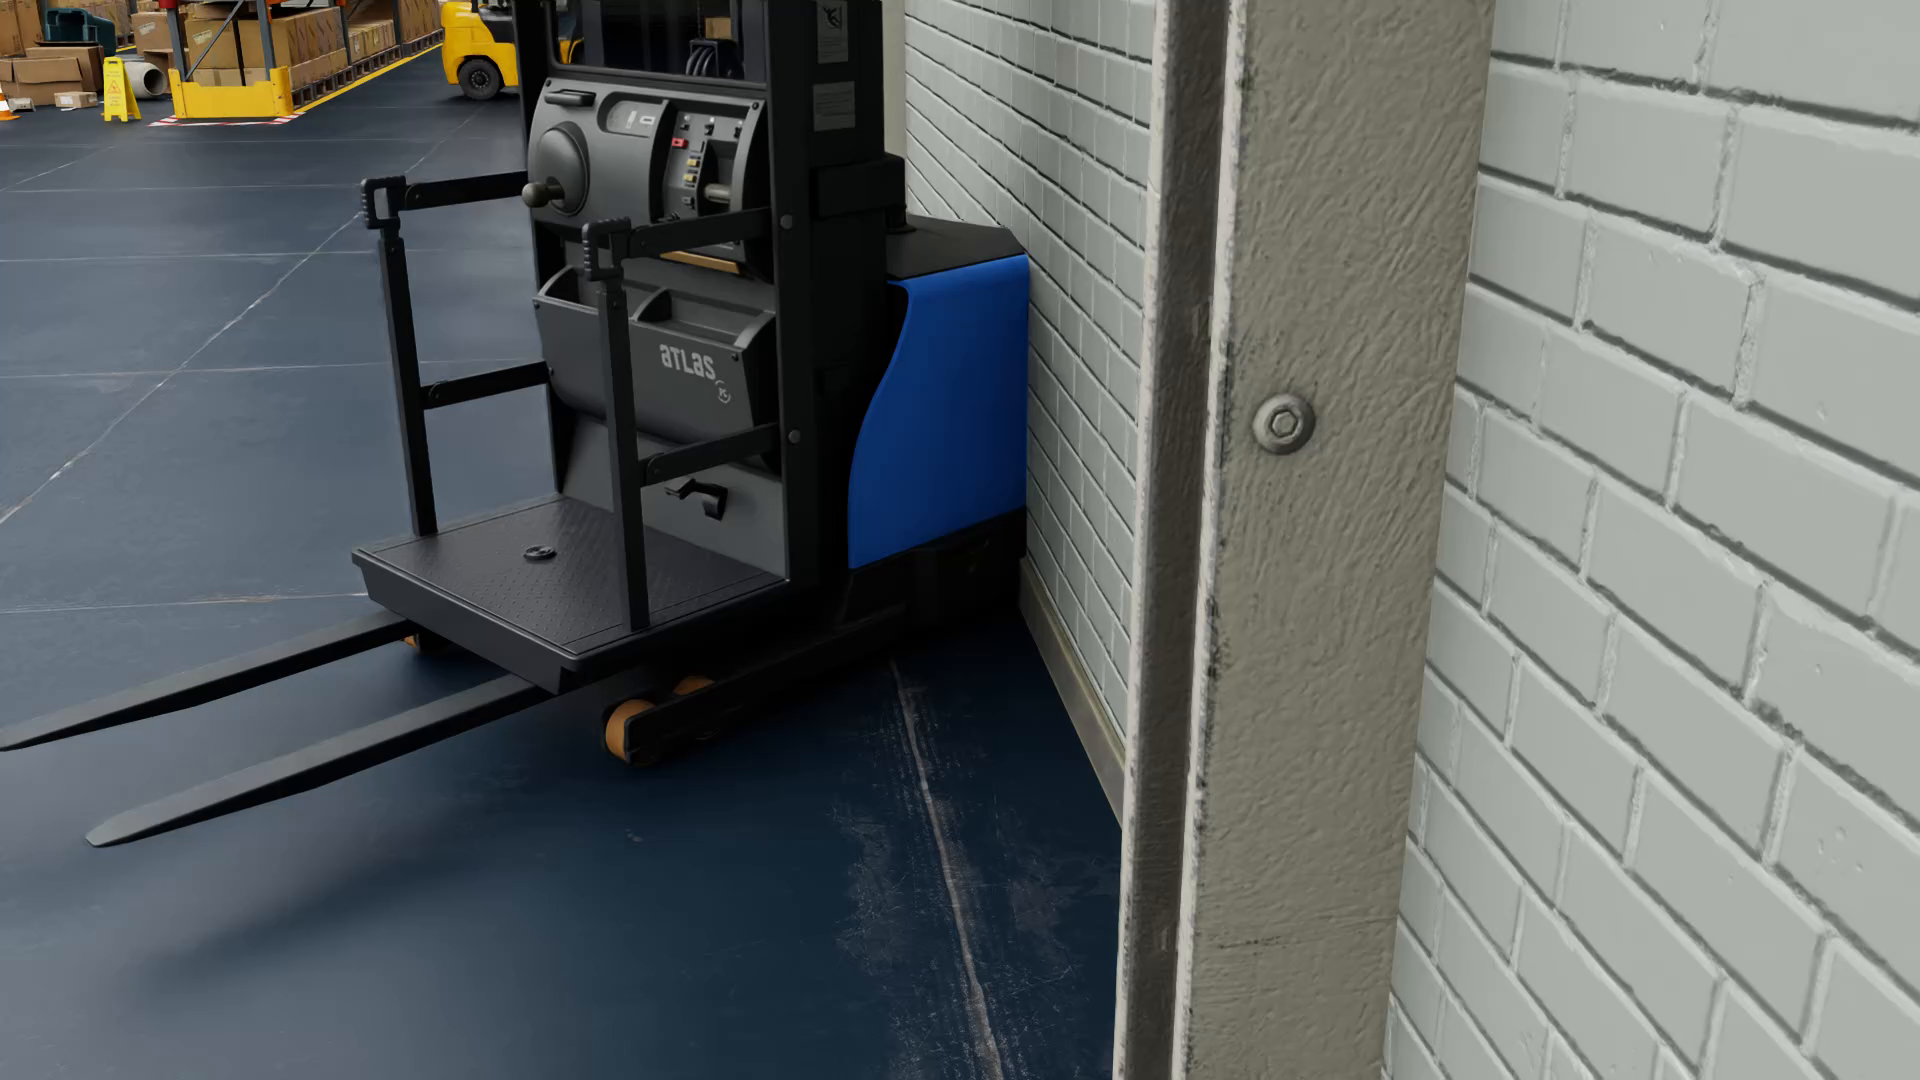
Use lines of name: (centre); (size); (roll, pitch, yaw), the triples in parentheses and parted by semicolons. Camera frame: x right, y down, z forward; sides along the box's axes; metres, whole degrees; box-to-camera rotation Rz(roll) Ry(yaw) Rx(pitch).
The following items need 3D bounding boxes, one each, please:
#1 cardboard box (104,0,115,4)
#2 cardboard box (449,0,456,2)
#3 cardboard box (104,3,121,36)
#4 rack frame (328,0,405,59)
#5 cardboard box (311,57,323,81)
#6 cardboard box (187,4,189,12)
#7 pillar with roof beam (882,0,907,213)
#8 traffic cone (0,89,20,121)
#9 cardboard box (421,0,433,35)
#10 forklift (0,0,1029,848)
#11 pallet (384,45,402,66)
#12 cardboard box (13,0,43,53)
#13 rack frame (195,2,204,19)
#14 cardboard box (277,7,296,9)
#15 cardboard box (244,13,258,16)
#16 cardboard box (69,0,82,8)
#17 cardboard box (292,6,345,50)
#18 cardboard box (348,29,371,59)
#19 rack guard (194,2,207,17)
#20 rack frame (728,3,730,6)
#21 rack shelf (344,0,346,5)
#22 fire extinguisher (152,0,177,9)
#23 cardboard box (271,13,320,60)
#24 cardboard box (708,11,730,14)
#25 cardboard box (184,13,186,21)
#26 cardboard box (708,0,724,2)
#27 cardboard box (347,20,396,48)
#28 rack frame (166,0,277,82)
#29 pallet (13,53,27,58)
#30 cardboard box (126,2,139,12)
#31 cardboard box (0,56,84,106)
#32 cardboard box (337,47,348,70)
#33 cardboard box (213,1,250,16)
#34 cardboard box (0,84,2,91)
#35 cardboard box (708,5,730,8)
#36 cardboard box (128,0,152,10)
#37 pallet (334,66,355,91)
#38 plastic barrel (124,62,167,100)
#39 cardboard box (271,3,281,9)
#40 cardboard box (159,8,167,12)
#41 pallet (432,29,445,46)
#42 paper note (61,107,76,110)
cardboard box: (-14.051, -8.811, 26.919); (0.500, 0.250, 0.500); (-2, 21, -5)
cardboard box: (-9.700, -9.671, 30.385); (0.875, 0.438, 0.875); (-4, 21, -9)
cardboard box: (-14.040, -8.462, 27.057); (0.500, 0.500, 0.500); (-3, 21, -9)
rack frame: (-9.009, -8.757, 24.875); (1.000, 3.000, 0.127); (-3, 21, -8)
cardboard box: (-7.856, -5.554, 19.630); (0.500, 0.250, 0.500); (-2, 21, -4)
cardboard box: (-14.703, -9.981, 31.202); (0.380, 0.149, 0.250); (-3, 21, -9)
pillar with roof beam: (-4.683, -4.964, 6.145); (9.100, 9.000, 0.400); (-3, 21, -8)
traffic cone: (-10.244, -4.709, 17.663); (0.336, 0.463, 0.334); (-3, 21, -8)
cardboard box: (-9.279, -8.820, 27.481); (0.875, 0.875, 0.875); (-2, 21, -6)
forklift: (-0.981, -1.004, 4.216); (1.130, 2.935, 3.031); (18, 27, 40)
pallet: (-8.898, -7.180, 24.639); (1.003, 0.211, 1.213); (-3, 21, -8)
cardboard box: (-13.894, -7.400, 23.857); (1.050, 0.750, 0.750); (-3, 21, -8)
rack frame: (-15.046, -11.242, 31.529); (1.000, 3.000, 0.127); (-3, 21, -8)
cardboard box: (-8.615, -6.414, 20.860); (0.500, 0.500, 0.500); (-2, 21, -5)
cardboard box: (-8.374, -5.867, 19.395); (0.500, 0.500, 0.500); (-3, 21, -9)
cardboard box: (-13.826, -8.276, 25.488); (0.500, 0.250, 0.500); (-3, 21, -8)
cardboard box: (-8.082, -6.441, 20.932); (0.500, 0.500, 0.500); (-3, 21, -9)
cardboard box: (-8.617, -6.768, 22.706); (0.950, 0.372, 0.625); (-2, 21, -4)
rack guard: (-15.035, -10.045, 31.896); (1.175, 0.500, 0.348); (-3, 21, -8)
rack frame: (-3.521, -7.624, 21.841); (1.000, 3.000, 0.127); (-3, 21, -8)
rack shelf: (-8.721, -7.728, 23.147); (1.077, 0.370, 4.000); (-3, 21, -8)
fire extinguisher: (-8.295, -5.888, 17.305); (0.296, 0.674, 0.183); (-3, 21, -8)
cardboard box: (-7.846, -5.903, 19.493); (0.500, 0.500, 0.500); (-3, 21, -7)
cardboard box: (-2.964, -6.138, 19.765); (0.500, 0.250, 0.500); (-3, 21, -8)
cardboard box: (-14.674, -9.752, 31.014); (0.380, 0.149, 0.250); (-3, 21, -8)
cardboard box: (-4.021, -7.876, 25.311); (0.875, 0.625, 0.625); (-2, 21, -6)
cardboard box: (-8.937, -7.527, 24.737); (0.950, 0.372, 0.625); (-4, 21, -11)
rack frame: (-7.856, -5.987, 17.459); (1.000, 3.000, 0.127); (-3, 21, -8)
pallet: (-13.854, -6.889, 23.860); (1.003, 0.211, 1.213); (-3, 21, -8)
cardboard box: (-14.314, -9.127, 28.490); (0.380, 0.149, 0.250); (-2, 21, -6)
cardboard box: (-10.614, -5.298, 19.183); (0.637, 0.503, 0.797); (17, 27, 39)
cardboard box: (-8.081, -6.090, 21.063); (0.500, 0.250, 0.500); (-2, 21, -5)
cardboard box: (-8.418, -6.117, 19.139); (0.380, 0.149, 0.250); (-2, 21, -5)
cardboard box: (-11.246, -5.304, 19.539); (0.396, 0.266, 0.258); (1, 20, 2)
cardboard box: (-3.171, -6.666, 21.176); (0.500, 0.250, 0.500); (-3, 21, -9)
cardboard box: (-14.440, -9.400, 29.220); (0.380, 0.149, 0.250); (-3, 21, -9)
pallet: (-8.301, -5.835, 21.037); (1.003, 0.211, 1.213); (-3, 21, -8)
plastic barrel: (-9.652, -5.419, 19.620); (0.512, 0.421, 0.421); (12, 24, 30)
cardboard box: (-8.656, -6.672, 20.623); (0.380, 0.149, 0.250); (-3, 21, -7)
cardboard box: (-14.427, -9.446, 29.769); (0.380, 0.149, 0.250); (-3, 21, -8)
pallet: (-9.400, -8.572, 28.366); (1.003, 0.211, 1.213); (-3, 21, -8)
paper note: (-9.962, -4.823, 18.586); (0.148, 0.019, 0.142); (-11, 23, -26)
